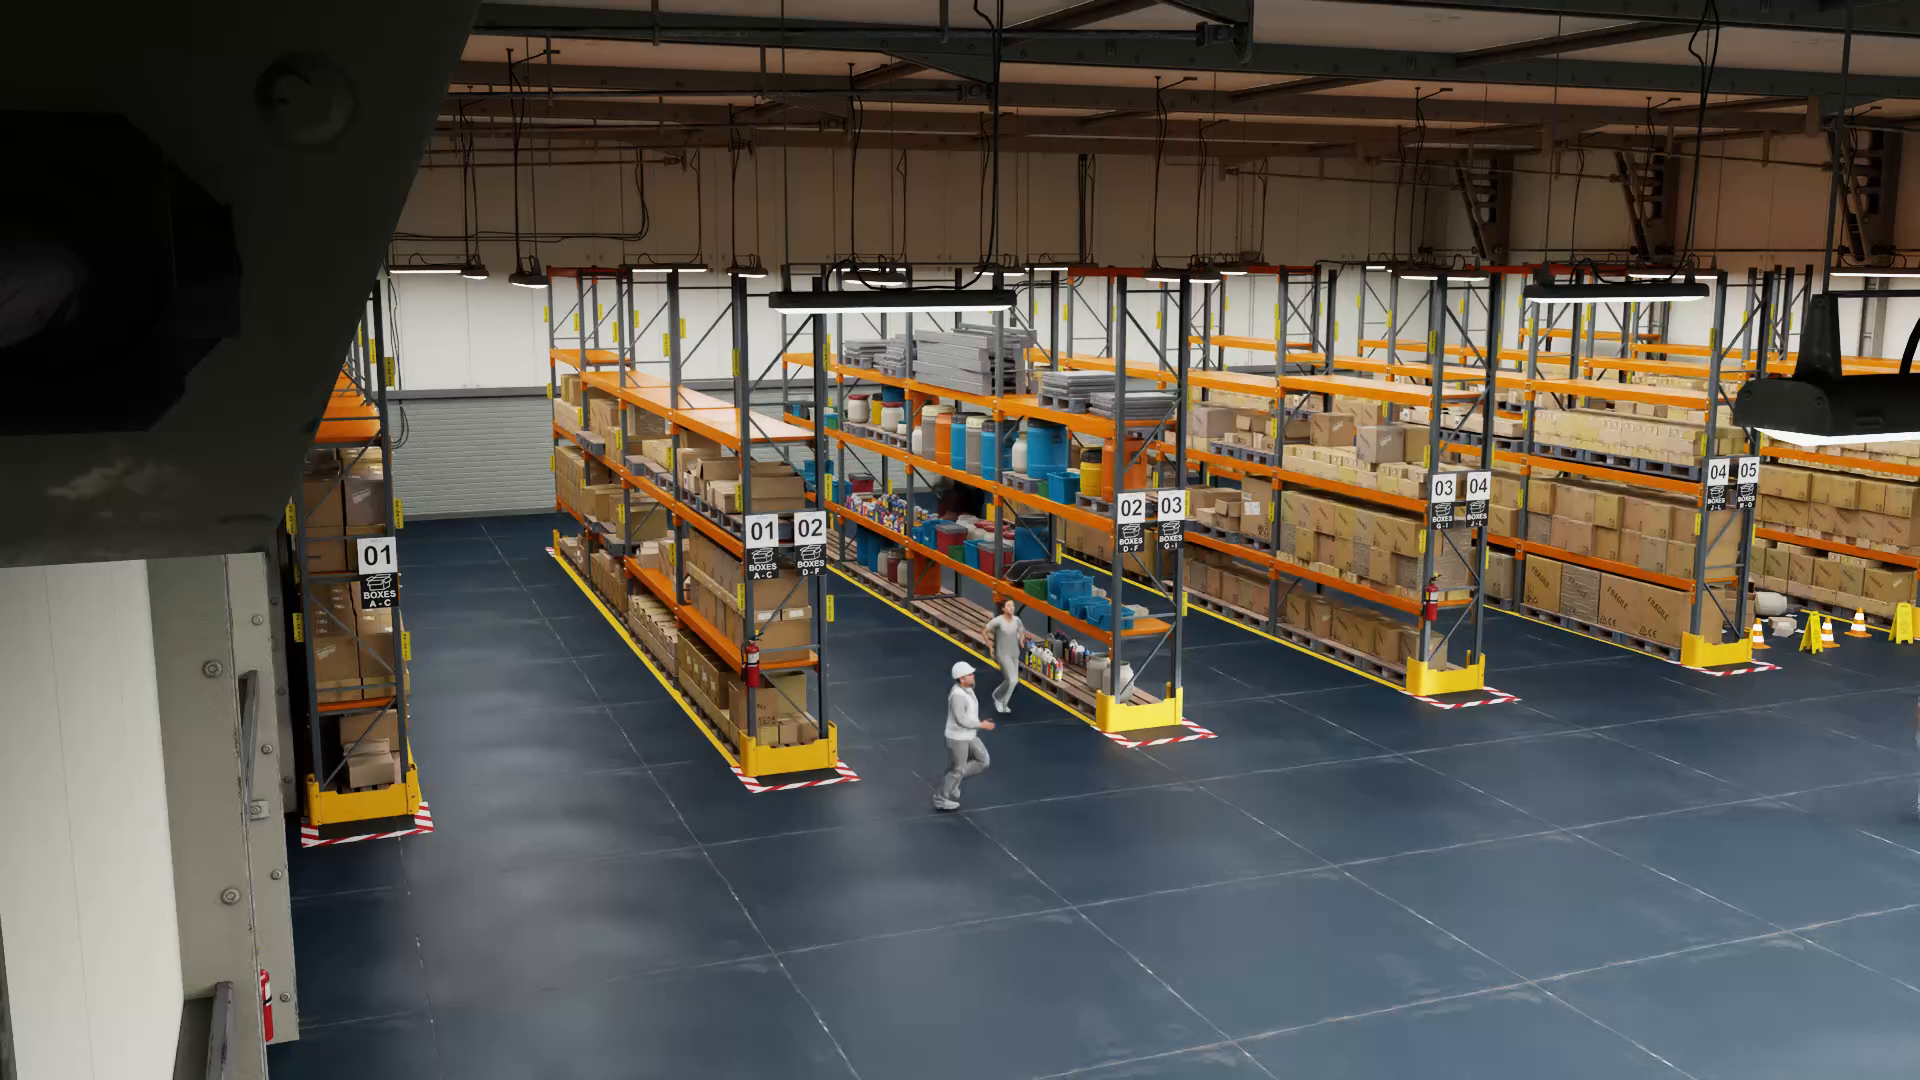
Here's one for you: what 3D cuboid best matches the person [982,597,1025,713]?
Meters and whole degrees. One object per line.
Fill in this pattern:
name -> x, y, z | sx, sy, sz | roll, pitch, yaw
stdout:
person -> 0.659, 1.601, 22.734 | 0.546, 1.611, 0.611 | -6, 12, -32

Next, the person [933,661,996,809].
person -> 0.067, 2.210, 18.936 | 0.714, 1.723, 0.680 | 2, 10, 12
